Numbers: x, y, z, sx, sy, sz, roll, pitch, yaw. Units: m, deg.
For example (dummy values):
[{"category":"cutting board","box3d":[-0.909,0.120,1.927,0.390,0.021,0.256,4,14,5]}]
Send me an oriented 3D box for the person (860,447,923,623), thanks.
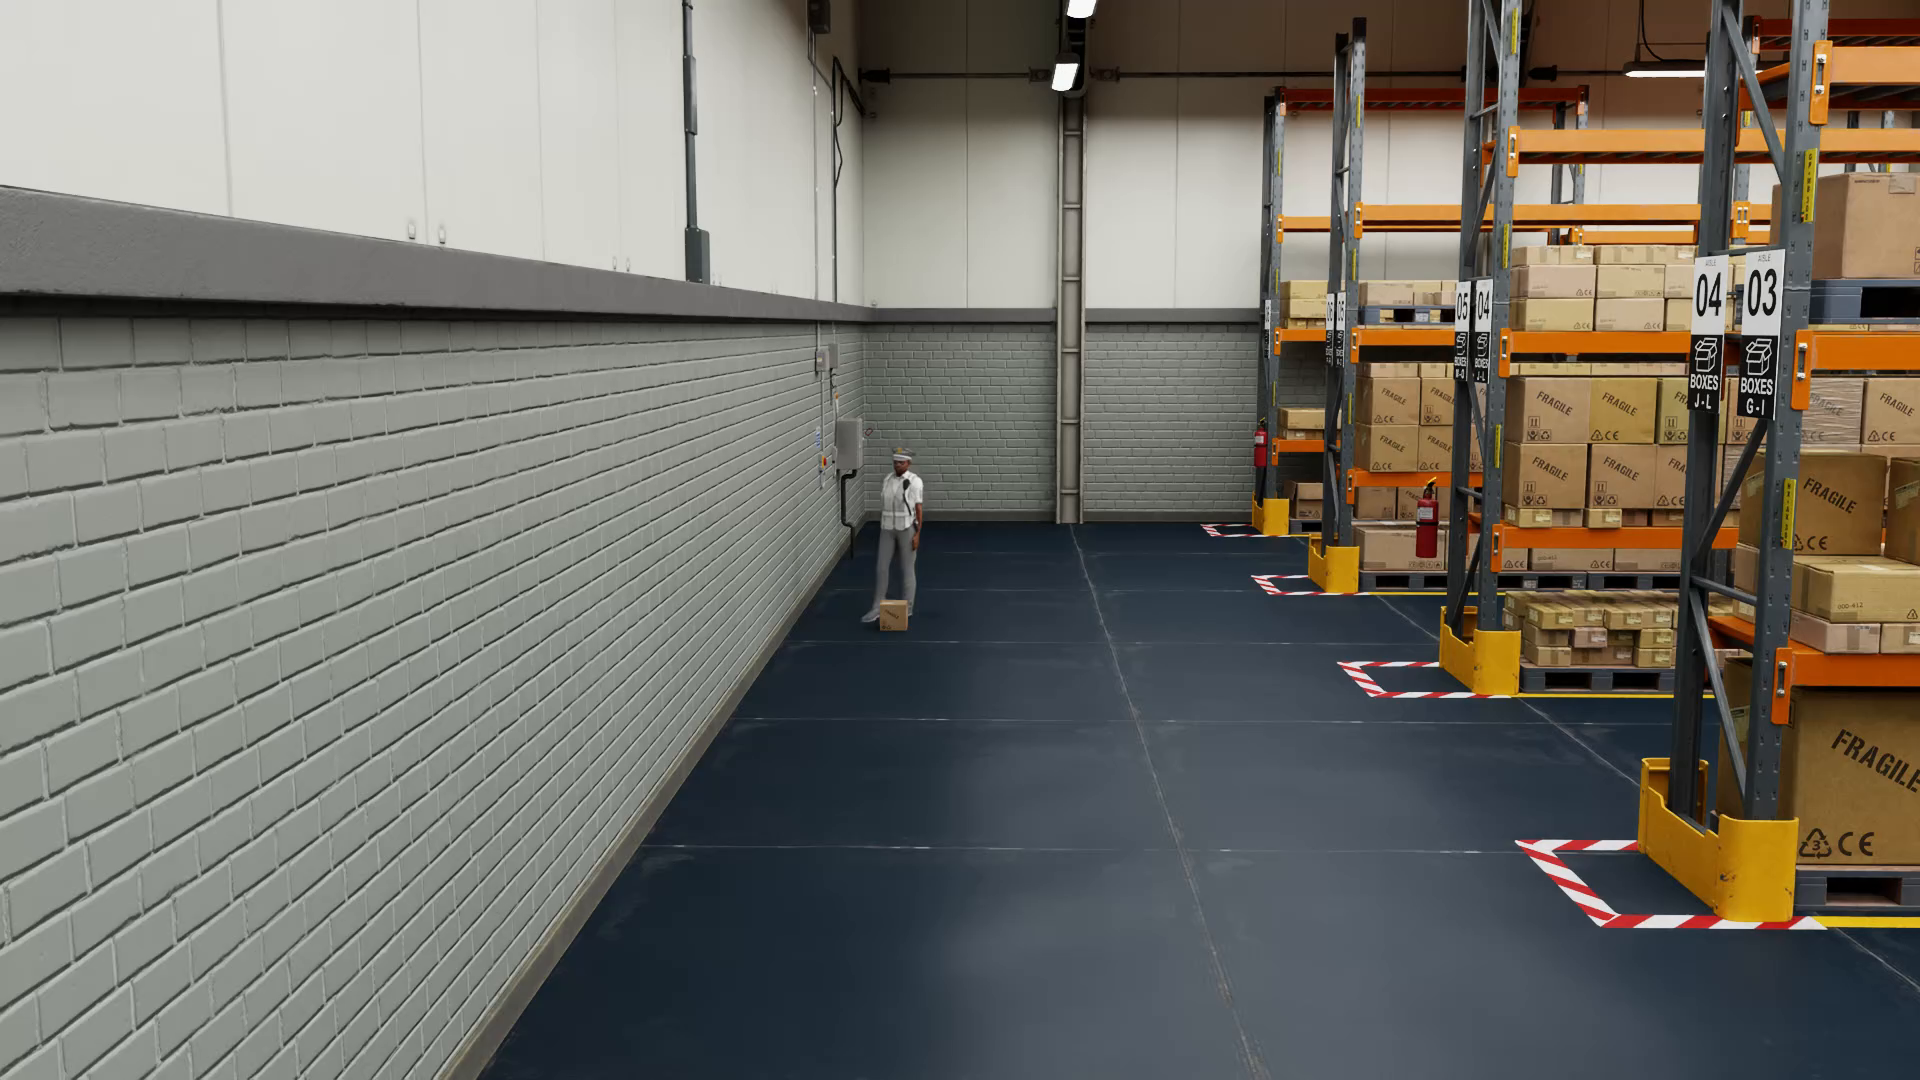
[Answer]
[{"category":"person","box3d":[-0.648,-0.057,16.121,0.512,1.689,0.526,3,8,22]}]
